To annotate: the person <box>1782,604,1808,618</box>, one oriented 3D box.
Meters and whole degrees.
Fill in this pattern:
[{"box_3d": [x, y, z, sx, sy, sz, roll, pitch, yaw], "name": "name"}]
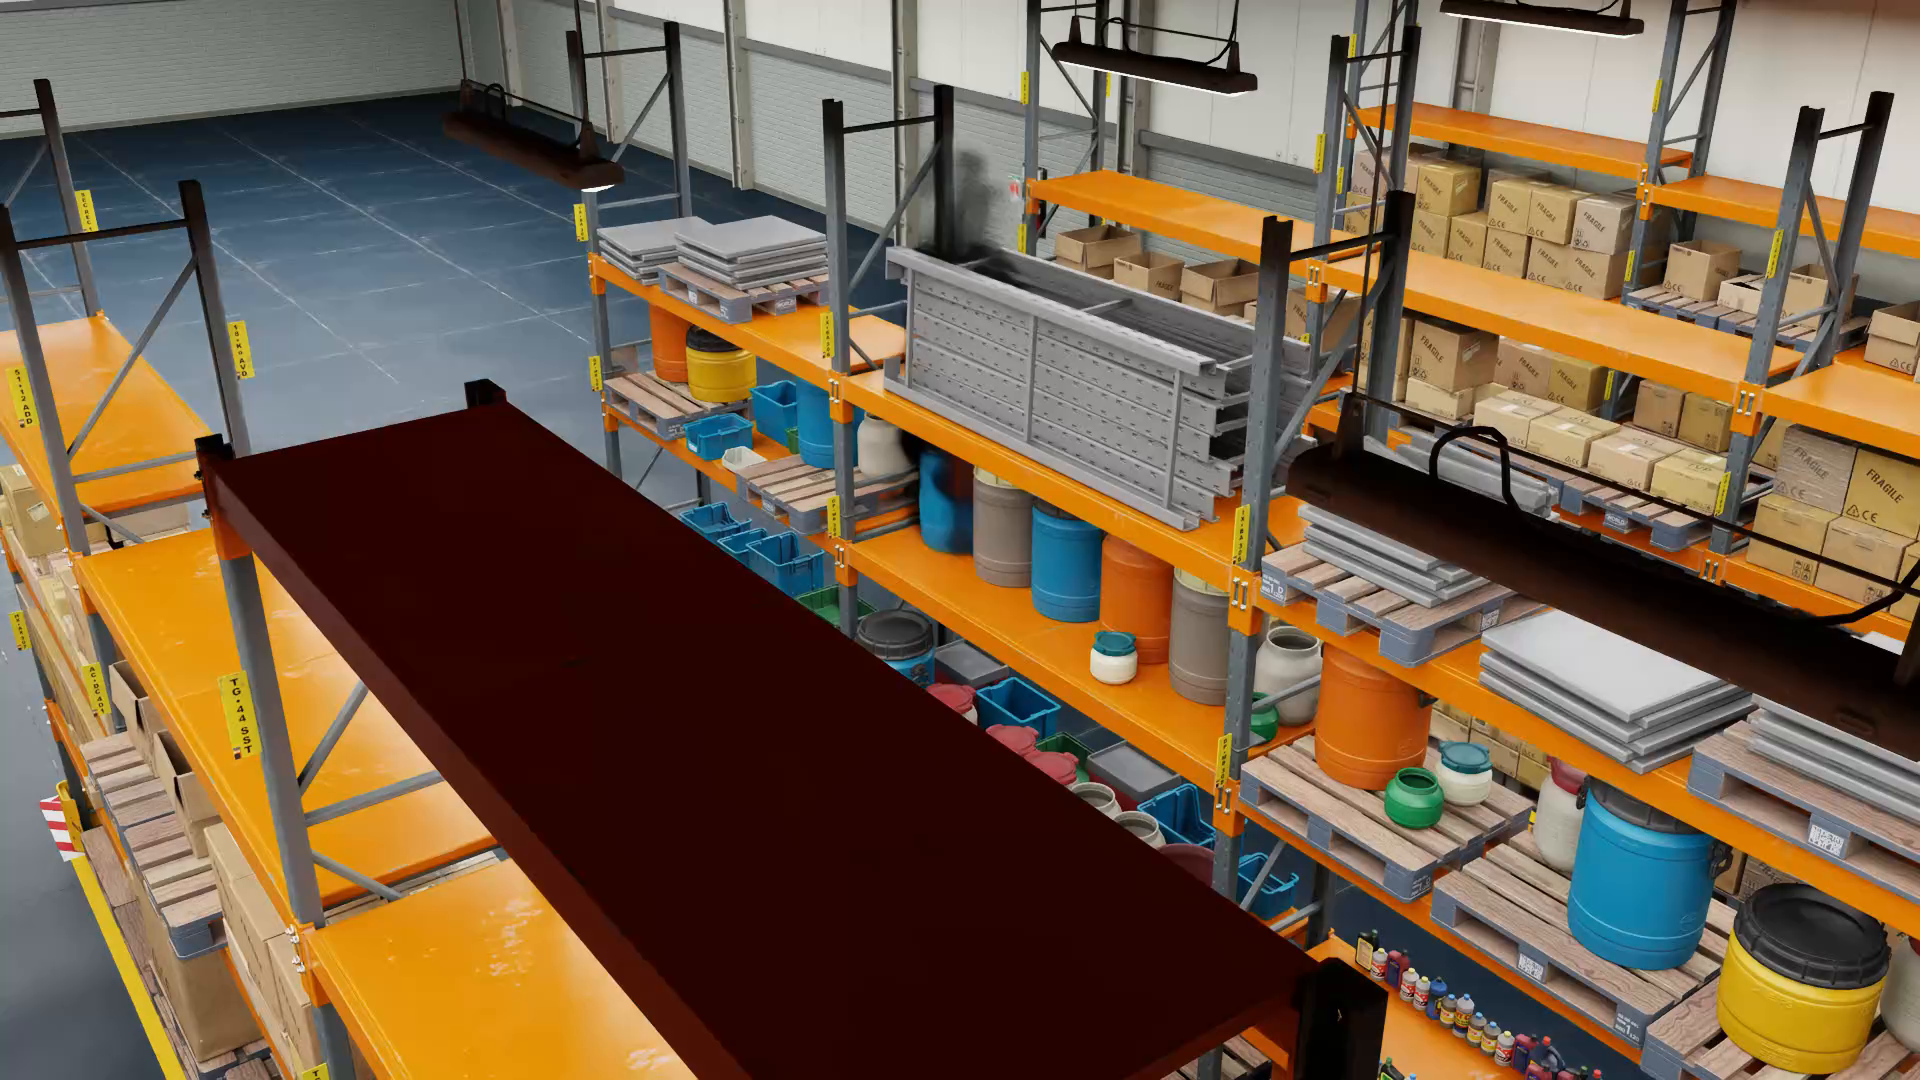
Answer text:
[{"box_3d": [7.049, 1.292, 14.264, 0.524, 1.703, 0.767, -13, 28, -27], "name": "person"}]
